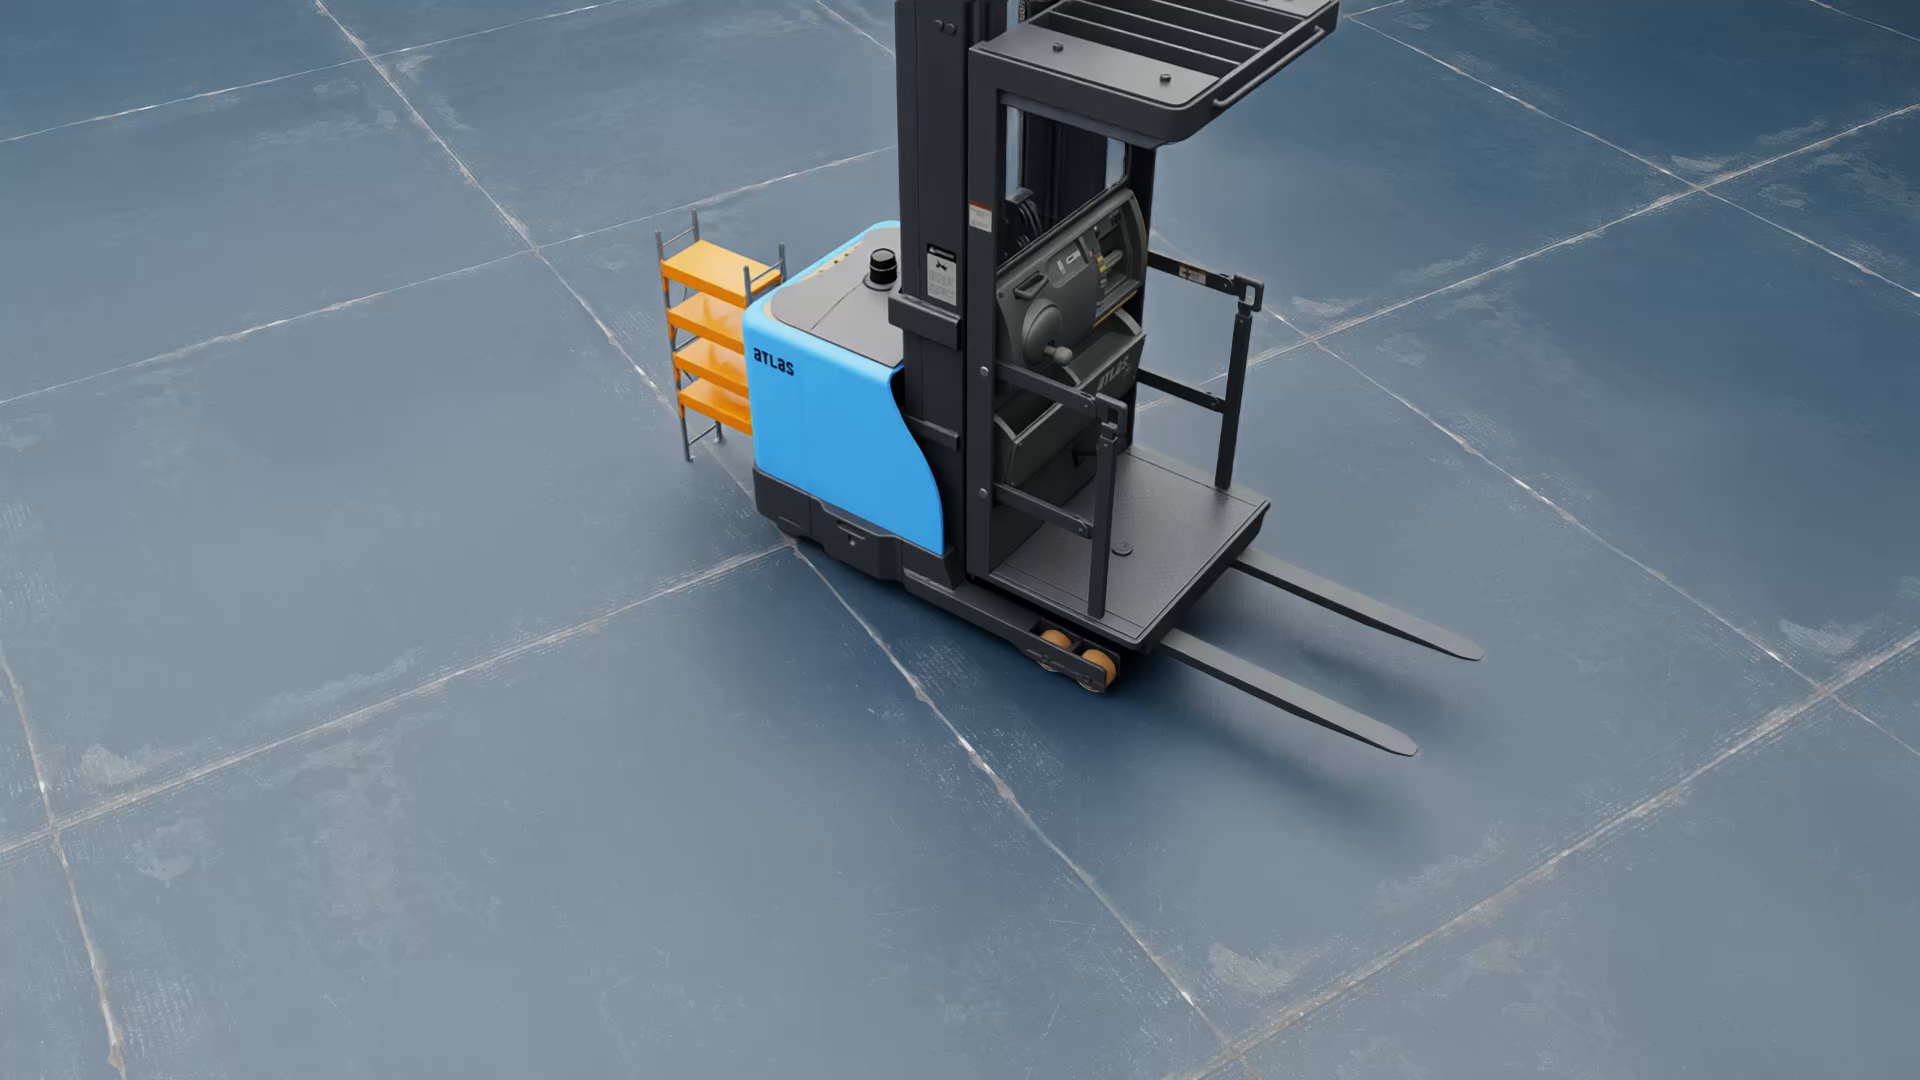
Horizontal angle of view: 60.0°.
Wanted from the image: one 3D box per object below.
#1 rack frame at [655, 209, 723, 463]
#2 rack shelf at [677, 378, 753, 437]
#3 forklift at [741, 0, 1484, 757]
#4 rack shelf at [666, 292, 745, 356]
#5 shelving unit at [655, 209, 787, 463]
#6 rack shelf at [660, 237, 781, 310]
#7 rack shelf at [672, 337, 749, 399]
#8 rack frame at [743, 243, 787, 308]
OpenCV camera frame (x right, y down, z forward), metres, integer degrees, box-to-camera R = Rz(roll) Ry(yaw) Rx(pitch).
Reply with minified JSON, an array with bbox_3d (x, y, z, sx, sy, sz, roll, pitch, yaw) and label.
[{"bbox_3d":[-1.194,-0.882,7.371,0.015,1.200,0.240,25,46,27],"label":"rack frame"},{"bbox_3d":[-0.996,-0.587,7.432,0.480,0.148,0.258,25,46,27],"label":"rack shelf"},{"bbox_3d":[0.593,-0.918,6.063,3.031,2.935,1.130,25,46,27],"label":"forklift"},{"bbox_3d":[-0.996,-0.911,7.162,0.480,0.148,0.258,25,46,27],"label":"rack shelf"},{"bbox_3d":[-0.996,-0.791,7.262,0.503,1.200,0.258,25,46,27],"label":"shelving unit"},{"bbox_3d":[-0.996,-1.093,7.010,0.480,0.148,0.258,25,46,27],"label":"rack shelf"},{"bbox_3d":[-0.996,-0.739,7.305,0.480,0.148,0.258,25,46,27],"label":"rack shelf"},{"bbox_3d":[-0.798,-0.699,7.152,0.015,1.200,0.240,25,46,27],"label":"rack frame"}]
